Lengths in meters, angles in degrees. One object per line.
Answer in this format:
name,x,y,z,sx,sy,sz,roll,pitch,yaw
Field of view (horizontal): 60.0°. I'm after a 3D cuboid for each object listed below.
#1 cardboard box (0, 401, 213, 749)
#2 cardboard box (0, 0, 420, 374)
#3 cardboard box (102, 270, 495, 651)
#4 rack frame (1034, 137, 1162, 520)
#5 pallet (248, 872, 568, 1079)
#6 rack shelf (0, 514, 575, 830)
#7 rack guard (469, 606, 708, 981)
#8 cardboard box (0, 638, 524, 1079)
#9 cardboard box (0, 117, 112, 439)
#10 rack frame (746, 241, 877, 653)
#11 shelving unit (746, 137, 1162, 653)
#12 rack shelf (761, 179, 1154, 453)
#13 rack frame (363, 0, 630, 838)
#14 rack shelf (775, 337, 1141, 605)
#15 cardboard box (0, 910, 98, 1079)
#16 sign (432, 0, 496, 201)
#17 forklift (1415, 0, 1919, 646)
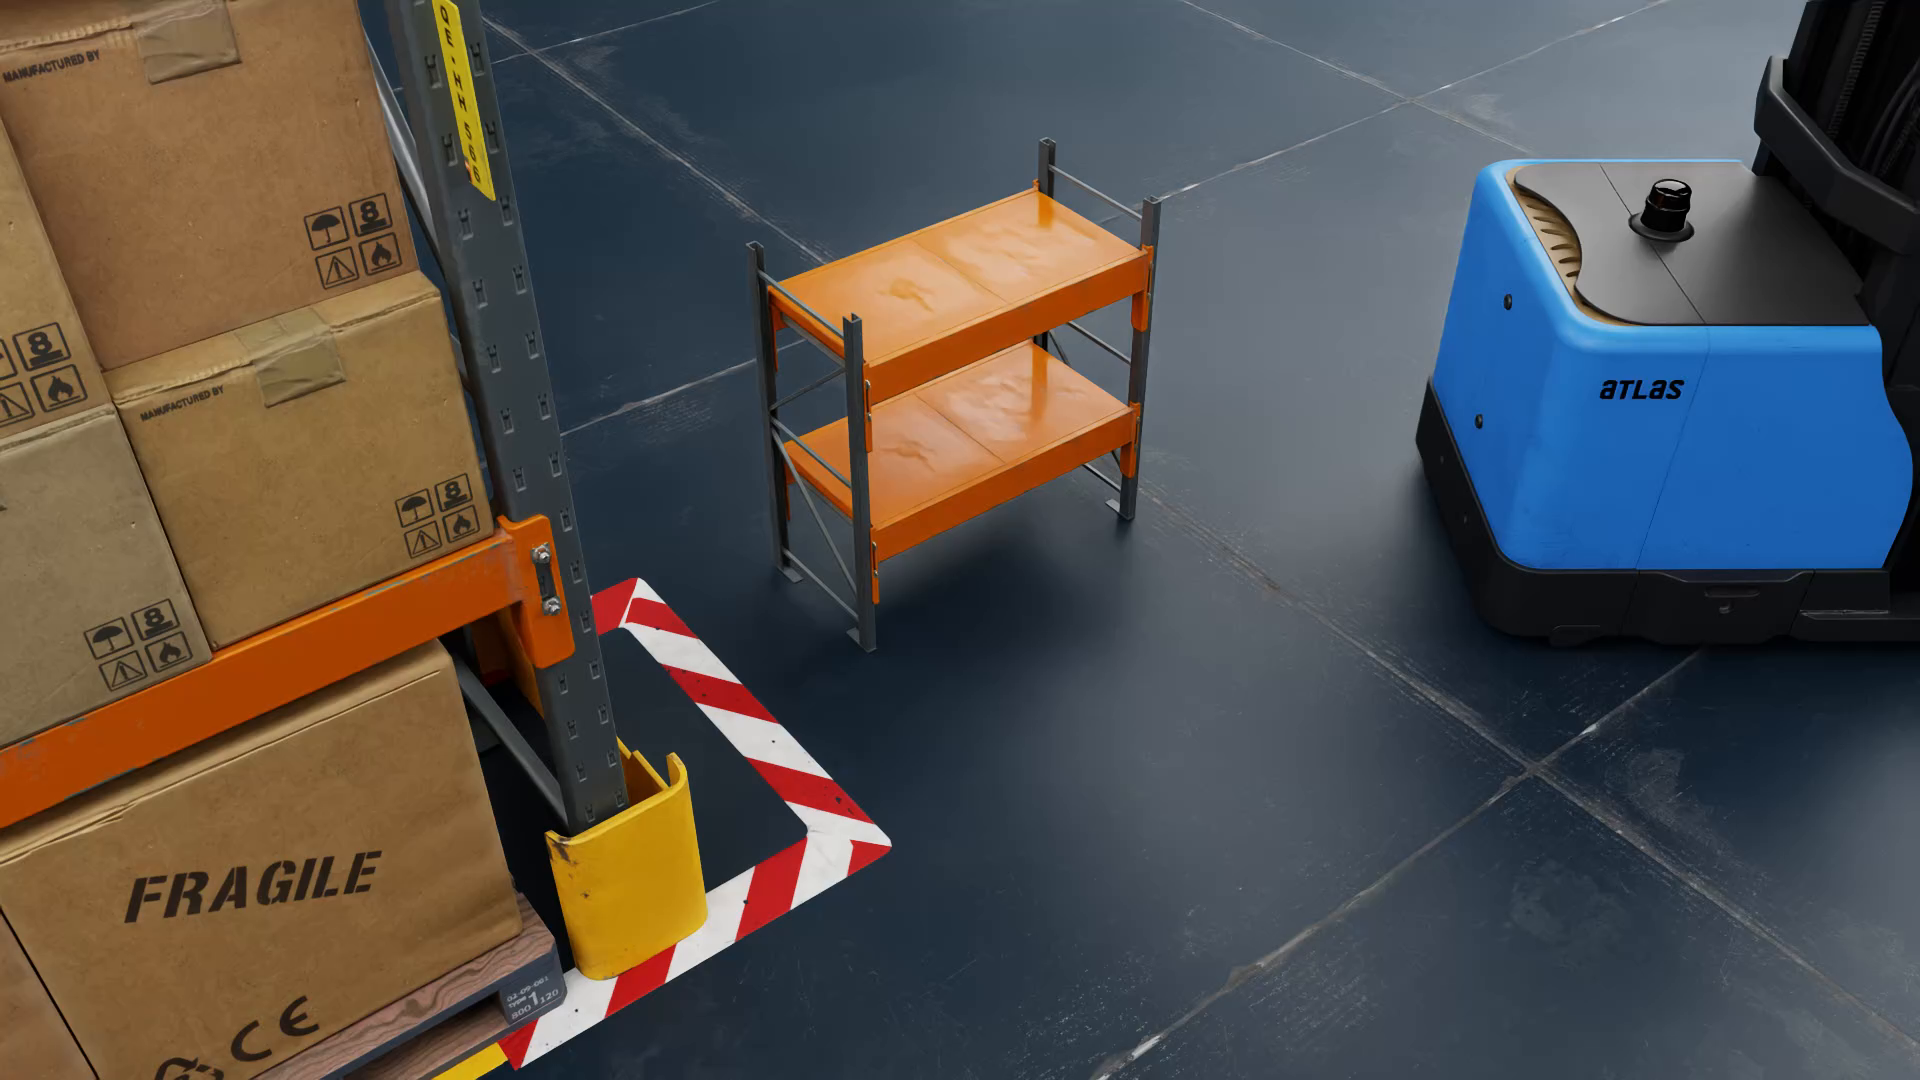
cardboard box,-1.799,-0.110,2.901,0.550,0.550,0.875,-26,46,-28
cardboard box,-1.428,-0.794,2.883,0.550,0.550,0.875,-26,46,-28
cardboard box,-1.376,-0.334,3.174,0.550,0.550,0.875,-26,46,-28
rack frame,0.398,-0.629,5.130,0.032,1.125,0.500,-26,46,-28
pallet,-1.696,0.984,3.884,1.213,0.211,1.003,-26,46,-28
rack shelf,-2.696,0.609,2.710,4.000,0.370,1.077,-26,46,-28
rack guard,-1.091,0.515,4.228,0.348,0.500,1.175,-26,46,-28
cardboard box,-1.607,0.512,3.605,0.875,0.875,0.875,-26,46,-28
cardboard box,-1.808,-0.535,2.567,0.550,0.550,0.875,-26,46,-28
rack frame,-0.408,-0.236,4.651,0.032,1.125,0.500,-26,46,-28
shelving unit,-0.005,-0.432,4.890,1.048,1.125,0.538,-26,46,-28
rack shelf,-0.005,-0.659,4.704,1.000,0.278,0.538,-26,46,-28
rack frame,-1.110,-0.442,3.424,0.127,3.000,1.000,-26,46,-28
rack shelf,-0.005,-0.243,5.045,1.000,0.278,0.538,-26,46,-28
cardboard box,-2.304,0.853,3.189,0.875,0.875,0.875,-27,46,-29
sign,-0.790,-0.703,2.642,0.005,0.325,0.100,-26,46,-28
forklift,3.033,-1.138,4.327,3.031,2.935,1.130,0,39,0
